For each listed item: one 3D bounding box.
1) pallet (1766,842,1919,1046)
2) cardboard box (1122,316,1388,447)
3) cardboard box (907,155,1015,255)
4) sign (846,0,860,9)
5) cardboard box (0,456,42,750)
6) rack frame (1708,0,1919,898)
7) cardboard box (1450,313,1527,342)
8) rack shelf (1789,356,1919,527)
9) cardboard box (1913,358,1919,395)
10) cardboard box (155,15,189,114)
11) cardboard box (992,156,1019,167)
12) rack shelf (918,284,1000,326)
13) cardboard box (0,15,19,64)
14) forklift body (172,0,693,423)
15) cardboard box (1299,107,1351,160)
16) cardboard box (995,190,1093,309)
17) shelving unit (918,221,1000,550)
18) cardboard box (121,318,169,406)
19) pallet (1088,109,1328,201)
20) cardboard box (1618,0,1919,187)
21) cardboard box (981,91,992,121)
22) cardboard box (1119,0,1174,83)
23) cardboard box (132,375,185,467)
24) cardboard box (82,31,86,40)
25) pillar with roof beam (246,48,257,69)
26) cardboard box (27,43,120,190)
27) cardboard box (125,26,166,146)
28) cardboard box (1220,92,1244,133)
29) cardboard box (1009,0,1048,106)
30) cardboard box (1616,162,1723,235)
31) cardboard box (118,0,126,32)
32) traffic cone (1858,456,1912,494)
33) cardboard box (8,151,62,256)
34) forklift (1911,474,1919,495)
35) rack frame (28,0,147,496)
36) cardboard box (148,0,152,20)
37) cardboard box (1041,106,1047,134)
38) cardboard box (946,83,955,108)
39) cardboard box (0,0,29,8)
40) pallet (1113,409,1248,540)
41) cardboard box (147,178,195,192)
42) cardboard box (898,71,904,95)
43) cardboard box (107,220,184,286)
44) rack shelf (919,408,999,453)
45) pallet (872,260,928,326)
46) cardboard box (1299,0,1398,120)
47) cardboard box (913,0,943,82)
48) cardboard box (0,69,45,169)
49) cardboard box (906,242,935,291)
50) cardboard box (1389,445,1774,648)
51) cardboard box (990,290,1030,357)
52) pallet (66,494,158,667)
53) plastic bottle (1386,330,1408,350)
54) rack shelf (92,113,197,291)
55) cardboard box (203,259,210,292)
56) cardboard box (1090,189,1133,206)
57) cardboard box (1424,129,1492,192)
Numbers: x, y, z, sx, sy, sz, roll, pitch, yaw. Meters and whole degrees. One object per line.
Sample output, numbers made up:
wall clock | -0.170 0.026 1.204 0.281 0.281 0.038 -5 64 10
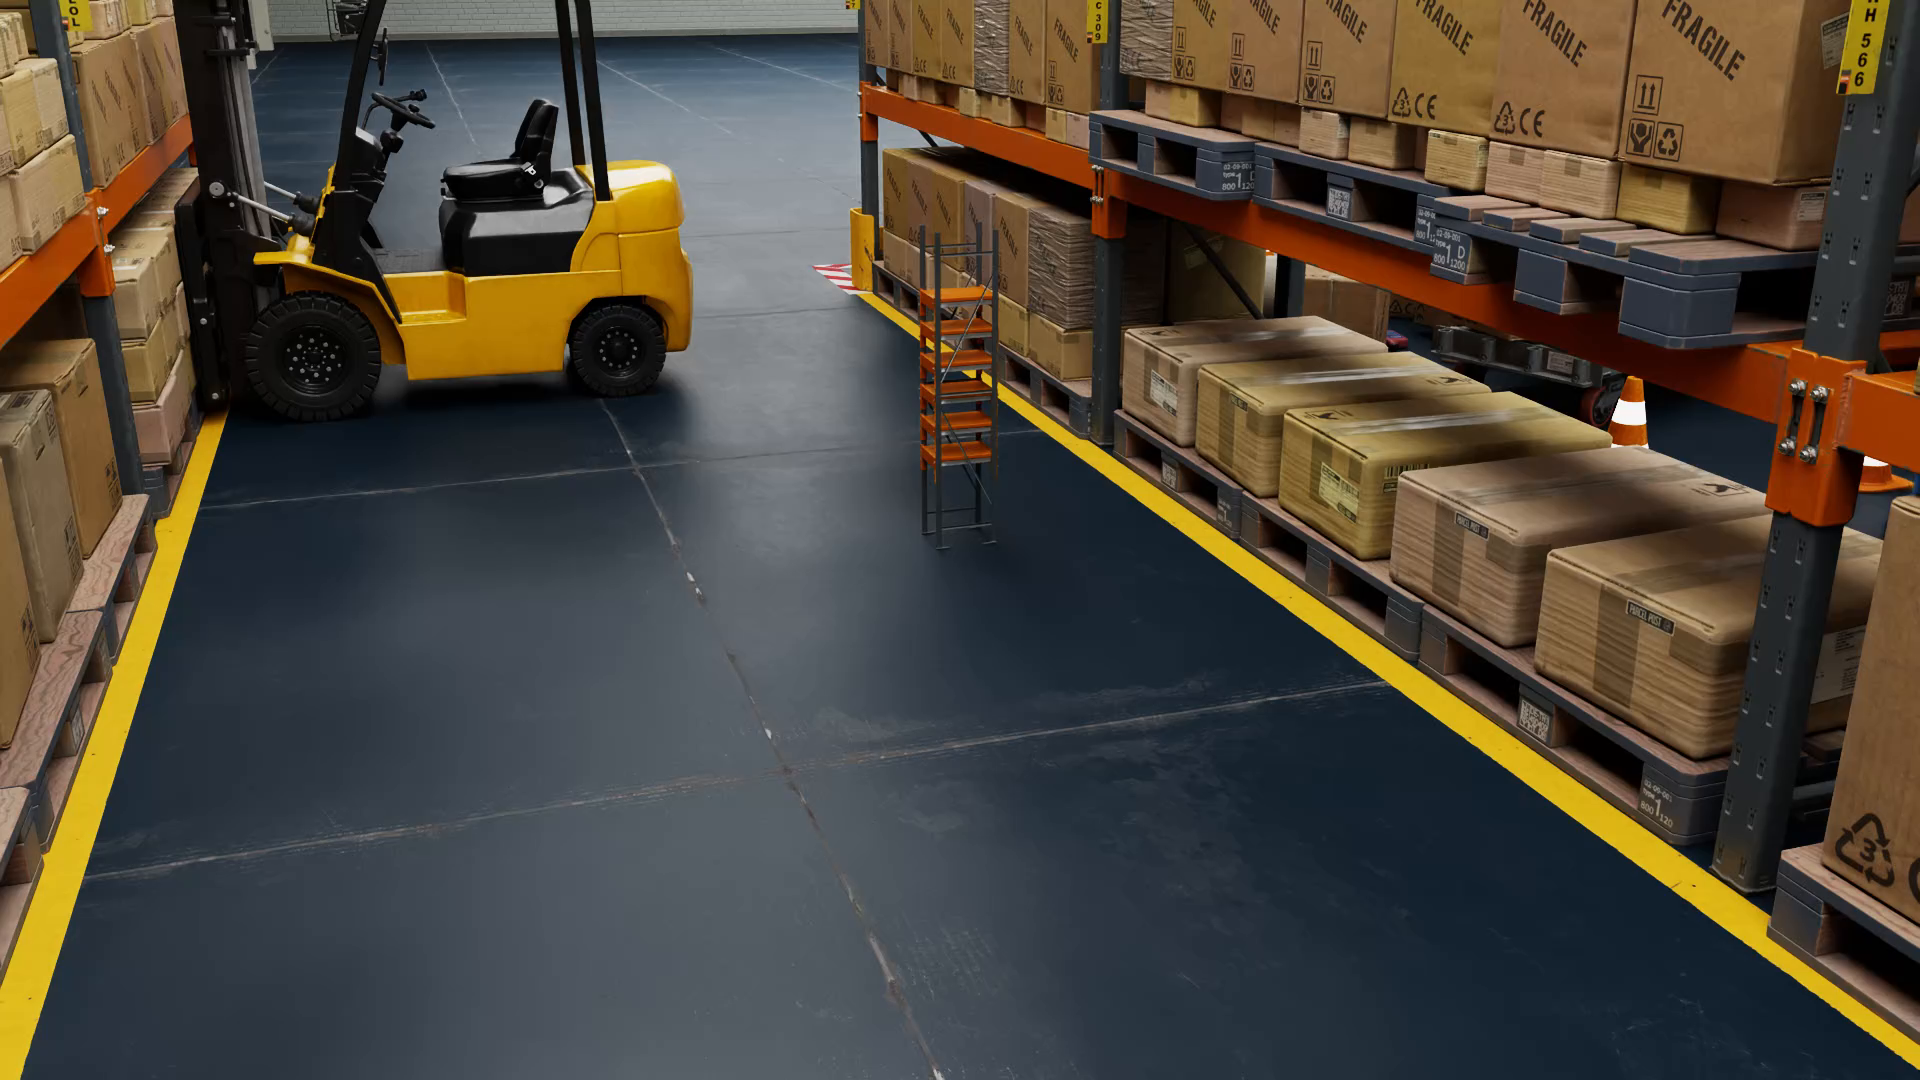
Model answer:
pallet | 2.527 0.952 3.454 1.003 0.211 1.213 -6 21 -17
cardboard box | 1.261 -0.698 7.188 0.950 0.372 0.625 -6 21 -17
cardboard box | 0.004 -1.982 9.834 0.500 0.500 0.500 -7 21 -19
sign | -0.678 -3.538 10.550 0.100 0.325 0.005 -6 21 -17
cardboard box | -2.968 0.201 4.312 0.875 0.625 0.625 -7 21 -19
rack frame | 2.351 -0.621 3.709 1.000 3.000 0.127 -6 21 -17
cardboard box | 2.774 -1.284 8.131 0.500 0.500 0.500 -6 21 -17
rack shelf | 2.980 0.359 2.044 1.077 0.370 4.000 -6 21 -17
cardboard box | 2.266 -0.367 3.223 0.500 0.250 0.500 -7 21 -18
cardboard box | -4.470 -2.577 9.006 0.500 0.500 0.500 -7 21 -18
cardboard box | 0.503 -2.049 10.020 0.500 0.500 0.500 -6 21 -15
rack shelf | -0.005 -0.866 6.120 0.258 0.103 0.180 -6 21 -17
cardboard box | -3.201 -1.562 5.220 0.380 0.149 0.250 -7 21 -18
forklift body | -2.546 -1.846 8.374 2.313 2.155 1.214 -6 21 -17
cardboard box | 1.351 -1.352 5.494 0.380 0.149 0.250 -6 20 -15
cardboard box | 0.492 -1.486 8.453 0.500 0.500 0.500 -6 21 -16
shelving unit | -0.005 -0.569 6.227 0.258 1.200 0.189 -6 21 -17
cardboard box | -3.476 -0.703 6.644 0.500 0.250 0.500 -6 21 -17
pallet | 1.196 -1.554 6.589 1.003 0.211 1.213 -6 21 -17
cardboard box | 1.944 -1.122 3.895 0.500 0.500 0.500 -7 21 -19
cardboard box | 0.329 -2.268 8.666 0.380 0.149 0.250 -7 21 -18
cardboard box | 0.969 -2.109 6.641 0.500 0.500 0.500 -6 21 -16
cardboard box | -3.455 -0.470 6.735 0.500 0.250 0.500 -6 21 -17
cardboard box | -3.659 -2.023 6.503 0.380 0.149 0.250 -6 21 -17
pillar with roof beam | -8.968 -13.323 30.198 9.100 9.000 0.400 -6 21 -17
cardboard box | -3.509 -1.594 6.268 0.500 0.500 0.500 -7 21 -19
cardboard box | -3.986 -2.085 7.636 0.500 0.500 0.500 -6 21 -17
cardboard box | 1.199 -1.610 6.211 0.380 0.149 0.250 -5 20 -14
cardboard box | 0.550 -2.373 7.997 0.500 0.500 0.500 -6 21 -15
cardboard box | 1.872 -0.859 4.122 0.380 0.149 0.250 -6 21 -16
cardboard box | -3.843 -2.273 7.199 0.380 0.149 0.250 -7 21 -19
traffic cone | 3.853 -0.475 7.055 0.336 0.463 0.334 -6 21 -17
cardboard box | -3.047 -1.011 5.016 0.500 0.250 0.500 -7 21 -18
forklift | 4.669 -1.283 5.651 3.031 2.935 1.130 -14 24 -33
rack frame | -3.617 -1.376 5.811 1.000 3.000 0.127 -6 21 -17
cardboard box | -4.172 -2.601 8.113 0.380 0.149 0.250 -7 21 -19
cardboard box | 0.611 -2.029 7.999 0.380 0.149 0.250 -6 21 -17
cardboard box | 0.136 -2.522 9.372 0.380 0.149 0.250 -6 21 -15
cardboard box | -3.436 -2.003 6.007 0.380 0.149 0.250 -6 21 -16
pallet | 1.340 -0.343 7.059 1.003 0.211 1.213 -6 21 -17
cardboard box | -4.267 -1.756 8.836 0.500 0.250 0.500 -6 21 -16
cardboard box | -0.154 -2.766 10.052 0.380 0.149 0.250 -7 21 -19
cardboard box | -3.790 -1.263 7.462 0.500 0.250 0.500 -6 21 -15
rack shelf | -0.005 -0.415 6.282 0.258 0.103 0.180 -6 21 -17
pallet | 0.082 -1.587 10.524 1.003 0.211 1.213 -6 21 -17
cardboard box | 1.441 -1.624 5.292 0.500 0.500 0.500 -7 21 -19
cardboard box | 0.049 -2.865 9.367 0.500 0.500 0.500 -7 21 -18
cardboard box | -3.052 -1.246 4.931 0.500 0.250 0.500 -7 21 -19
cardboard box | -0.019 -1.639 9.990 0.500 0.250 0.500 -6 21 -15
cardboard box | 1.943 -0.001 5.247 0.950 0.372 0.625 -7 21 -18
cardboard box | 0.476 -1.140 8.598 0.500 0.250 0.500 -7 21 -19
pallet | -3.348 0.168 5.636 1.003 0.211 1.213 -6 21 -17
plastic bottle | 2.469 -1.135 9.487 0.133 0.061 0.283 -3 20 -8
rack shelf | -4.246 -1.680 7.720 1.077 0.370 4.000 -6 21 -17
cardboard box | -4.095 -1.350 8.445 0.500 0.250 0.500 -7 21 -18
cardboard box | 0.985 -1.550 8.632 0.500 0.500 0.500 -6 20 -15
cardboard box | 1.579 -1.104 4.803 0.380 0.149 0.250 -6 21 -16
